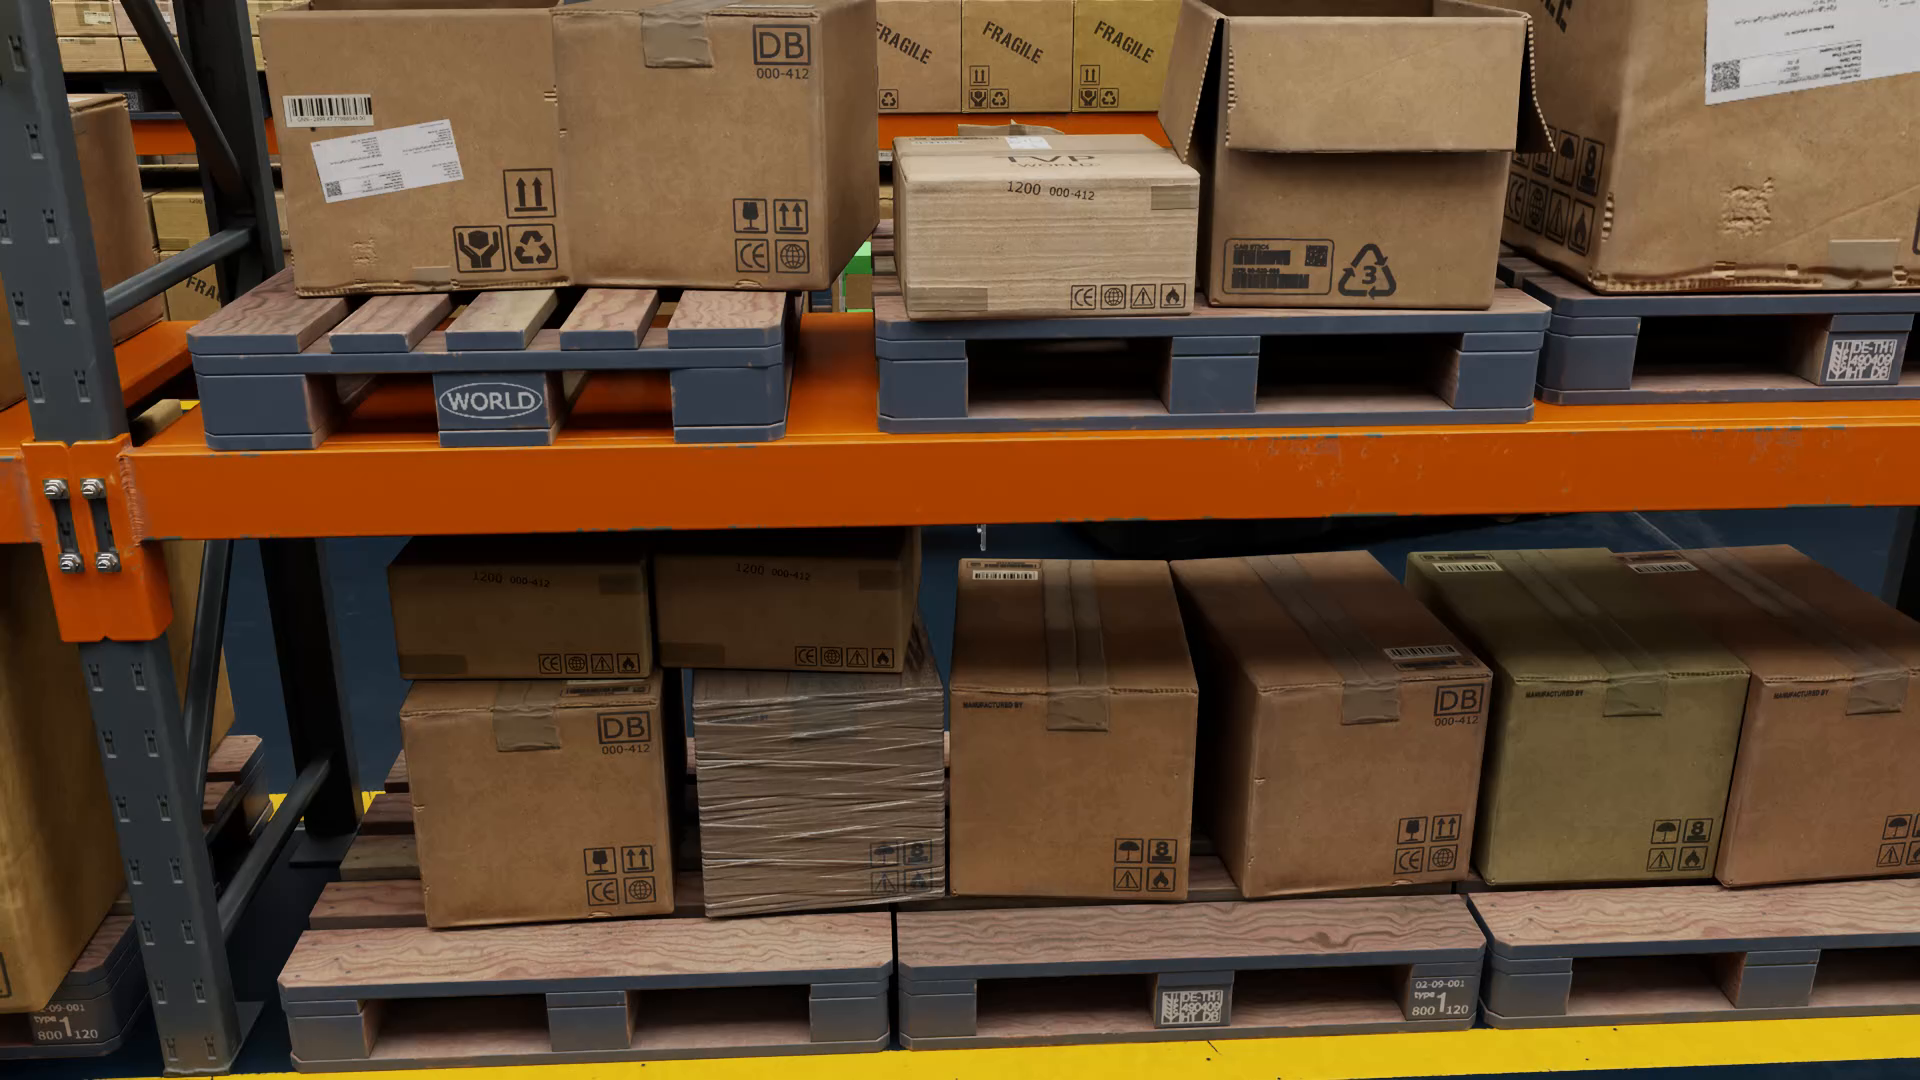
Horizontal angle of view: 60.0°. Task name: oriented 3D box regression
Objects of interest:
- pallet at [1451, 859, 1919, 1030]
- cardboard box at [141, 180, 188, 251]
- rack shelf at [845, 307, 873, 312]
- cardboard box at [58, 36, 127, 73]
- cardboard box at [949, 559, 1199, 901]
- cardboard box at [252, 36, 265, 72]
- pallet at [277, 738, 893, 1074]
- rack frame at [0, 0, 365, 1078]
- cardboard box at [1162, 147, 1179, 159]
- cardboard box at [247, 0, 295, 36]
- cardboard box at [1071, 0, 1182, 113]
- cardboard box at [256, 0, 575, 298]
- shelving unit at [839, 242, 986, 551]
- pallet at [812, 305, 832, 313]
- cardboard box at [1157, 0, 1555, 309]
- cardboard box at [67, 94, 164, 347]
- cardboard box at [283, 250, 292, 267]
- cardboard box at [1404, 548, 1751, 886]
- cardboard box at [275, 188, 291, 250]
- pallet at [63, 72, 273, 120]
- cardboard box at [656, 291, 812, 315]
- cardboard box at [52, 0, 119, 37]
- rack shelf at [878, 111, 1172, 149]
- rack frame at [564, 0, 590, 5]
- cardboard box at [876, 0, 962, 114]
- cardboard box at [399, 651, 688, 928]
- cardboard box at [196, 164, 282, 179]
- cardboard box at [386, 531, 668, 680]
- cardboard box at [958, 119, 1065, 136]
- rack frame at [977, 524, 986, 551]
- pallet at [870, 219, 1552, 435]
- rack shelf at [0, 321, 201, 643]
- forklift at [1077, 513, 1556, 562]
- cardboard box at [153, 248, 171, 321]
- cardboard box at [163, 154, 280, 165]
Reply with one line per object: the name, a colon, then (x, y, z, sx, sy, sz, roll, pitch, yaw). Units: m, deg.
pallet: (1.668, 0.728, 3.911, 1.213, 0.211, 1.003, -1, 21, -3)
cardboard box: (-3.930, -1.513, 7.747, 0.500, 0.250, 0.500, 0, 21, -1)
rack shelf: (-0.165, -0.722, 5.836, 0.480, 0.148, 0.258, -1, 21, -3)
cardboard box: (-3.750, -2.148, 7.311, 0.250, 0.149, 0.380, -2, 21, -6)
cardboard box: (0.238, 0.402, 3.743, 0.500, 0.500, 0.700, 1, 21, 1)
cardboard box: (-2.951, -2.166, 7.357, 0.250, 0.149, 0.380, -1, 21, -4)
pallet: (-0.768, 0.778, 3.781, 1.213, 0.211, 1.003, -1, 21, -3)
rack frame: (-1.549, -0.510, 3.244, 0.127, 3.000, 1.000, -1, 21, -3)
cardboard box: (1.356, -3.068, 13.067, 0.625, 0.372, 0.950, -1, 21, -2)
cardboard box: (-2.977, -2.303, 7.298, 0.250, 0.149, 0.380, -1, 21, -3)
cardboard box: (0.748, -2.276, 7.742, 0.500, 0.500, 0.500, -1, 21, -2)
cardboard box: (-1.012, -0.778, 3.218, 0.500, 0.500, 0.500, -4, 21, -10)
shelving unit: (-0.165, -0.557, 5.899, 0.503, 1.200, 0.258, -1, 21, -3)
pallet: (-0.939, -0.960, 8.345, 1.213, 0.211, 1.003, -1, 21, -3)
cardboard box: (0.720, -0.768, 3.186, 0.637, 0.503, 0.797, 1, 21, 2)
cardboard box: (-2.049, -0.643, 3.454, 0.500, 0.500, 0.500, -1, 21, -1)
cardboard box: (-2.891, -1.186, 7.944, 0.500, 0.500, 0.500, 0, 21, -1)
cardboard box: (1.353, 0.379, 3.804, 0.500, 0.500, 0.700, -1, 21, -3)
cardboard box: (-2.902, -1.531, 7.796, 0.500, 0.250, 0.500, -1, 21, -2)
pallet: (-3.705, -2.129, 7.768, 1.213, 0.211, 1.003, -1, 21, -3)
cardboard box: (-1.118, -1.399, 8.152, 0.750, 0.750, 1.050, -1, 21, -4)
cardboard box: (-3.743, -2.288, 7.258, 0.250, 0.149, 0.380, -2, 21, -4)
rack shelf: (0.266, -1.978, 8.112, 4.000, 0.370, 1.077, -1, 21, -3)
rack frame: (-1.731, -2.274, 7.877, 0.127, 3.000, 1.000, -1, 21, -3)
cardboard box: (-0.256, -2.255, 7.688, 0.500, 0.500, 0.500, -1, 21, -3)
cardboard box: (-0.881, 0.432, 3.665, 0.500, 0.500, 0.700, -2, 21, -6)
cardboard box: (-3.434, -1.708, 8.262, 0.500, 0.250, 0.500, -1, 21, -3)
cardboard box: (-0.881, 0.078, 3.541, 0.500, 0.250, 0.500, 0, 21, -1)
cardboard box: (0.101, -0.773, 3.534, 0.258, 0.266, 0.396, -2, 21, -5)
rack frame: (0.078, -0.562, 5.912, 0.015, 1.200, 0.240, -1, 21, -3)
pallet: (0.425, -0.475, 3.422, 1.213, 0.211, 1.003, -1, 21, -3)
rack shelf: (-3.545, -0.133, 3.266, 4.000, 0.370, 1.077, -1, 21, -3)
forklift: (1.792, -1.600, 6.205, 3.031, 2.935, 1.130, -8, 22, -19)
cardboard box: (-3.921, -1.168, 7.896, 0.500, 0.500, 0.500, -1, 21, -2)
cardboard box: (-5.493, -3.193, 12.688, 0.875, 0.875, 0.875, -1, 21, -1)
